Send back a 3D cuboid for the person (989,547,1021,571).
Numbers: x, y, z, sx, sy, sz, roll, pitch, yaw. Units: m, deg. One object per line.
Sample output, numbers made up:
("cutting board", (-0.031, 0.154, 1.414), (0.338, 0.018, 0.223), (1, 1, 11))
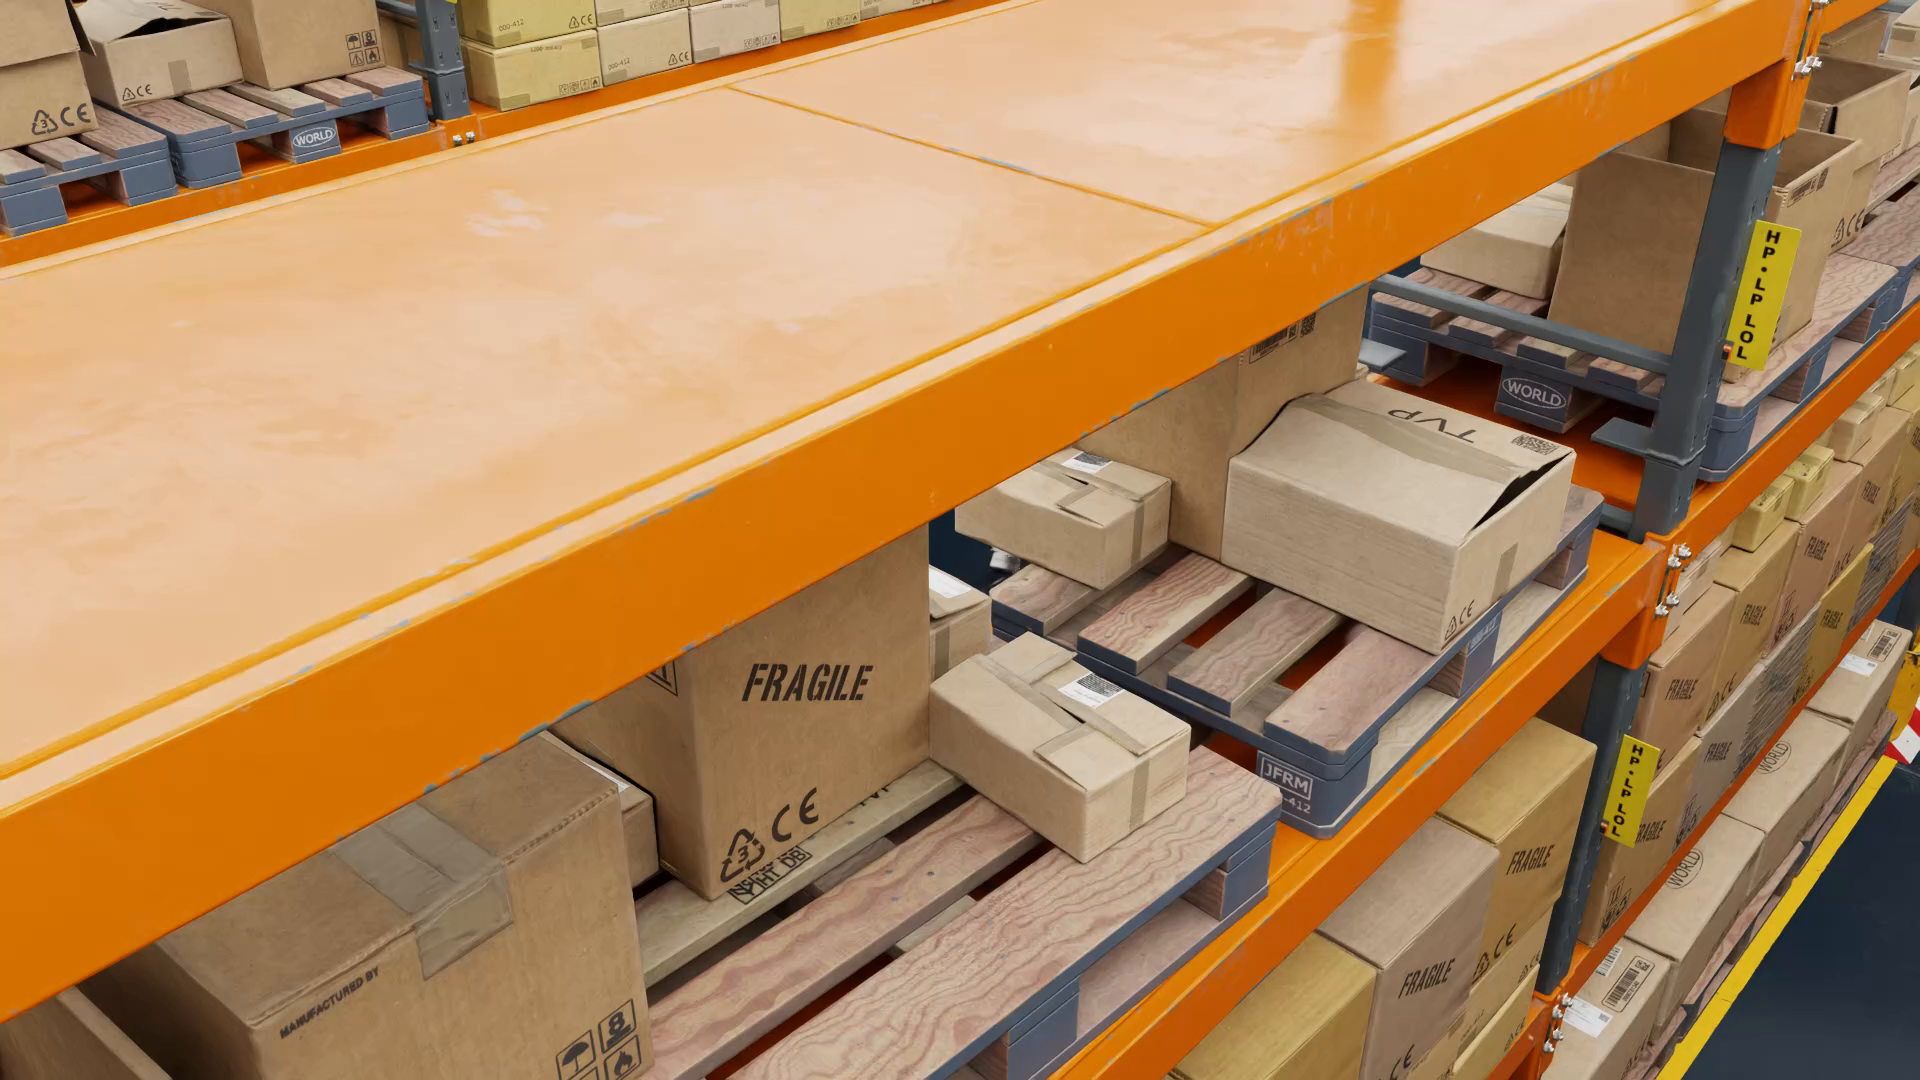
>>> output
("person", (0.472, -0.610, 8.665), (0.581, 1.748, 0.909), (12, 33, 20))
